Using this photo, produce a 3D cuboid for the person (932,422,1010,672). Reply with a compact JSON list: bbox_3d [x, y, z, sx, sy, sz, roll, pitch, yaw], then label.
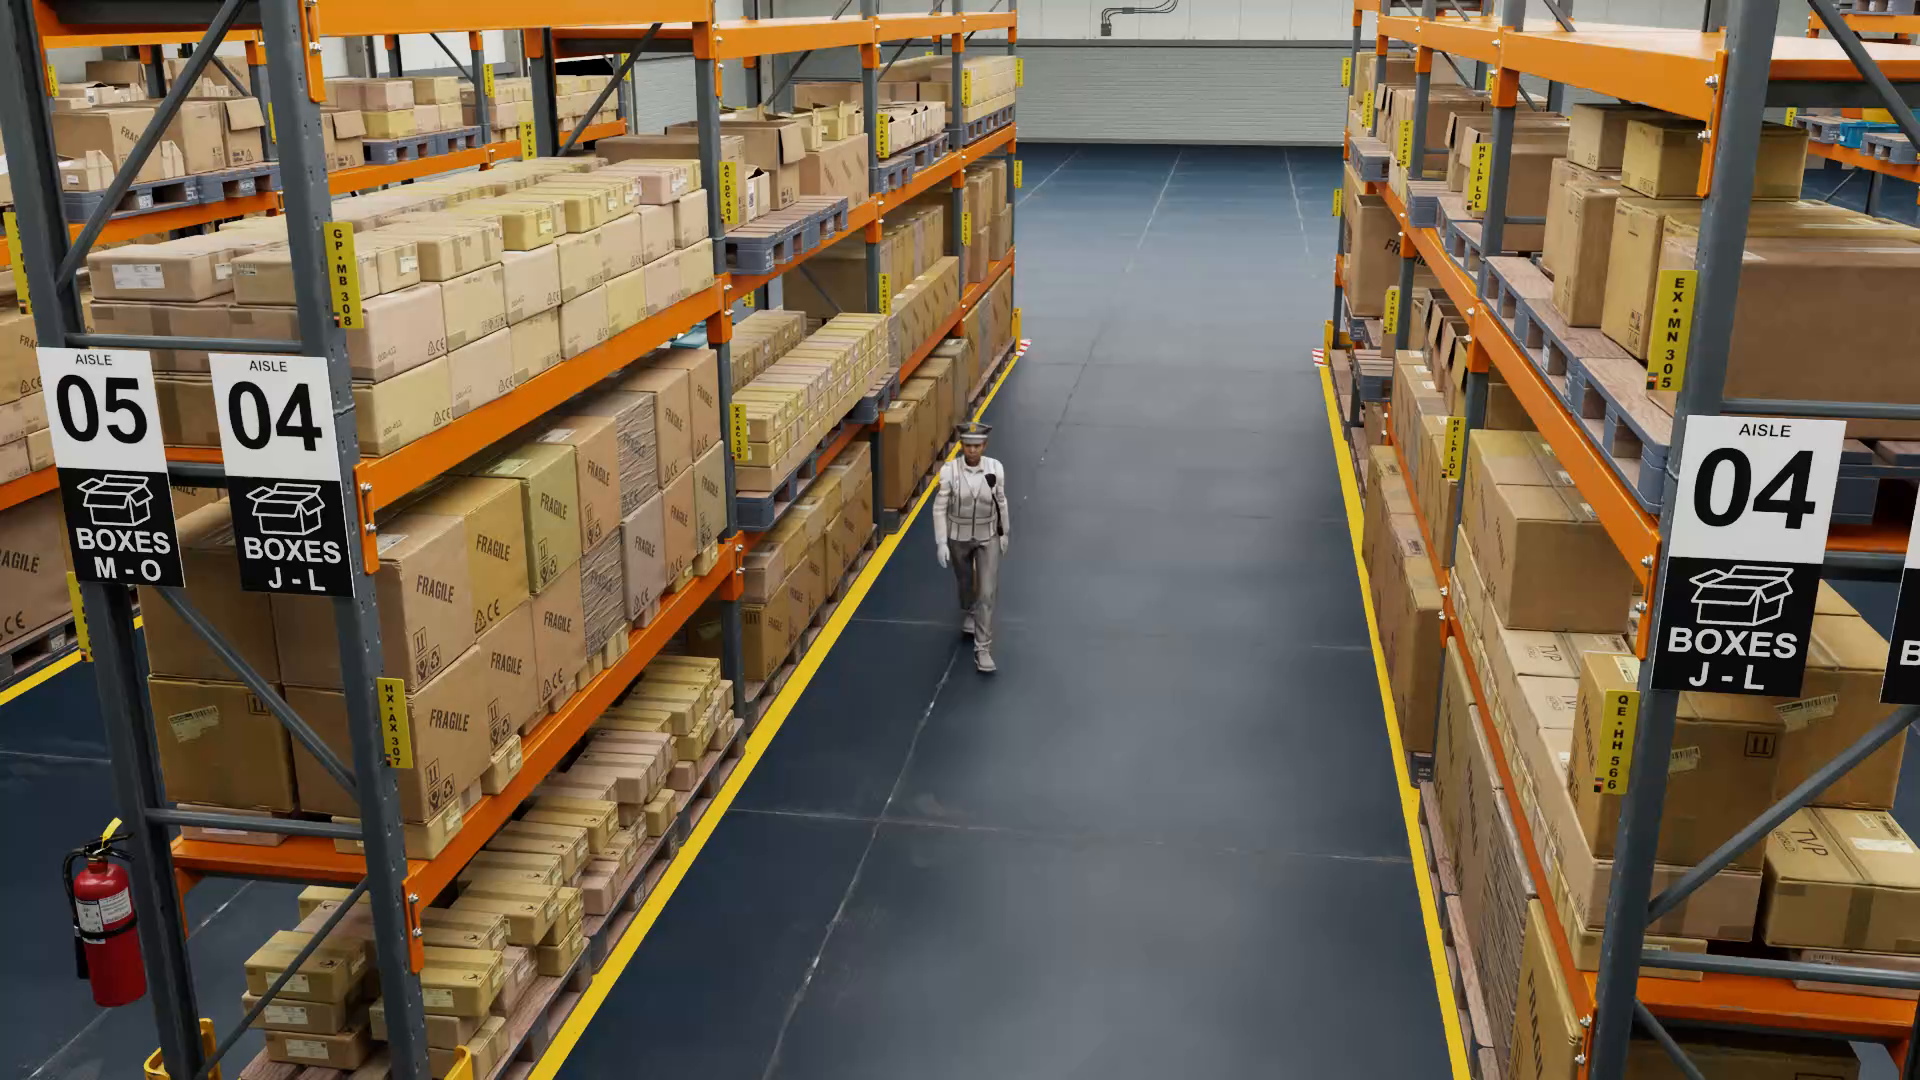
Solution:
[{"bbox_3d":[0.074,-0.023,11.083,0.515,1.610,1.013,0,18,1],"label":"person"}]
